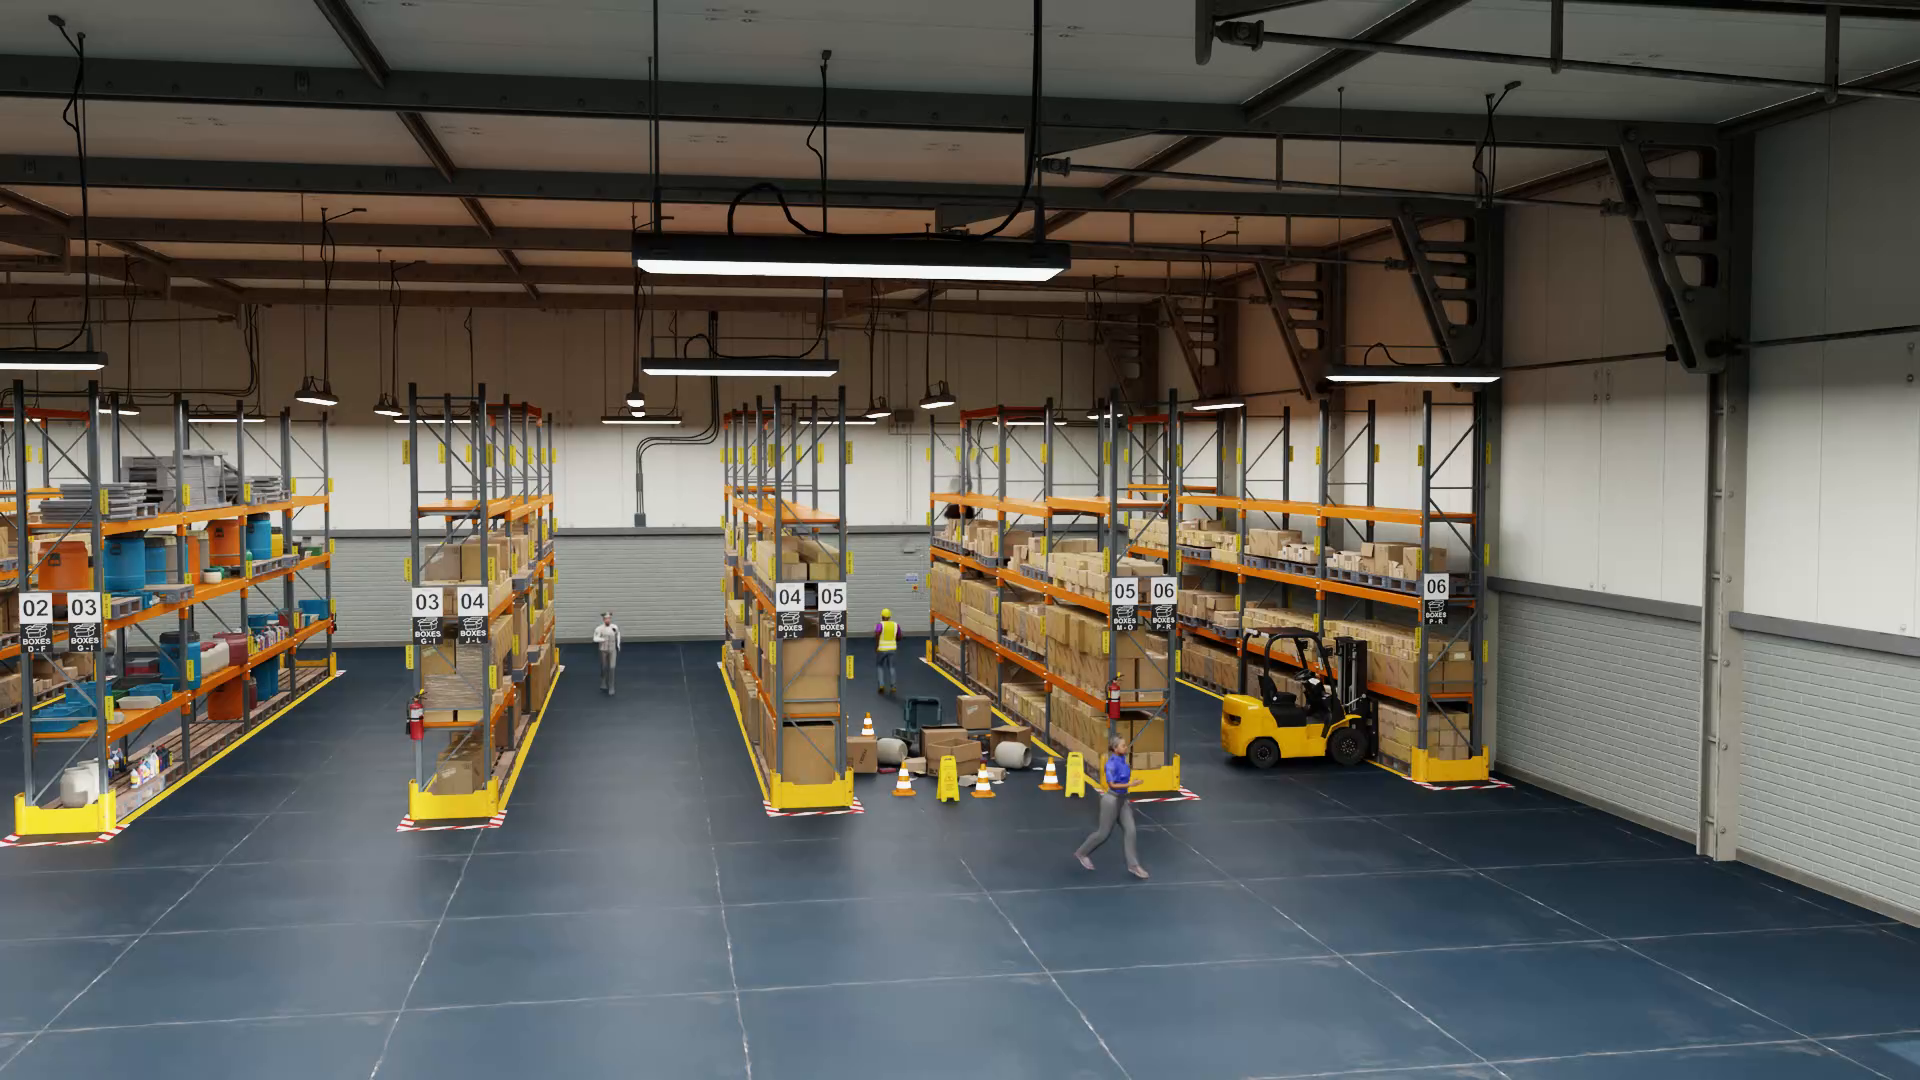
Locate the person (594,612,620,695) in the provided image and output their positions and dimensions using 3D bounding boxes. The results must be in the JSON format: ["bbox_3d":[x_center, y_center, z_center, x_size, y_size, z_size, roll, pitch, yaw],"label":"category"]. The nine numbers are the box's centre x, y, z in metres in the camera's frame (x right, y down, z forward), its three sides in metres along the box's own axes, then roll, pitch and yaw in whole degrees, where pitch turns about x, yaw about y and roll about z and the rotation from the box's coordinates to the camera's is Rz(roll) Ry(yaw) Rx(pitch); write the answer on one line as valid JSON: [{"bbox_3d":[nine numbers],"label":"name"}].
[{"bbox_3d":[-7.445,2.360,35.089,0.589,1.720,0.883,-1,3,-19],"label":"person"}]

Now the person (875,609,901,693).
[{"bbox_3d":[-1.525,2.357,34.880,0.631,1.811,0.827,-1,3,-17],"label":"person"}]

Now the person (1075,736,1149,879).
[{"bbox_3d":[1.819,3.146,19.759,0.929,1.662,0.566,2,3,30],"label":"person"}]

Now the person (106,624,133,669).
[{"bbox_3d":[-19.383,2.260,38.331,0.842,1.709,0.645,1,3,27],"label":"person"}]
